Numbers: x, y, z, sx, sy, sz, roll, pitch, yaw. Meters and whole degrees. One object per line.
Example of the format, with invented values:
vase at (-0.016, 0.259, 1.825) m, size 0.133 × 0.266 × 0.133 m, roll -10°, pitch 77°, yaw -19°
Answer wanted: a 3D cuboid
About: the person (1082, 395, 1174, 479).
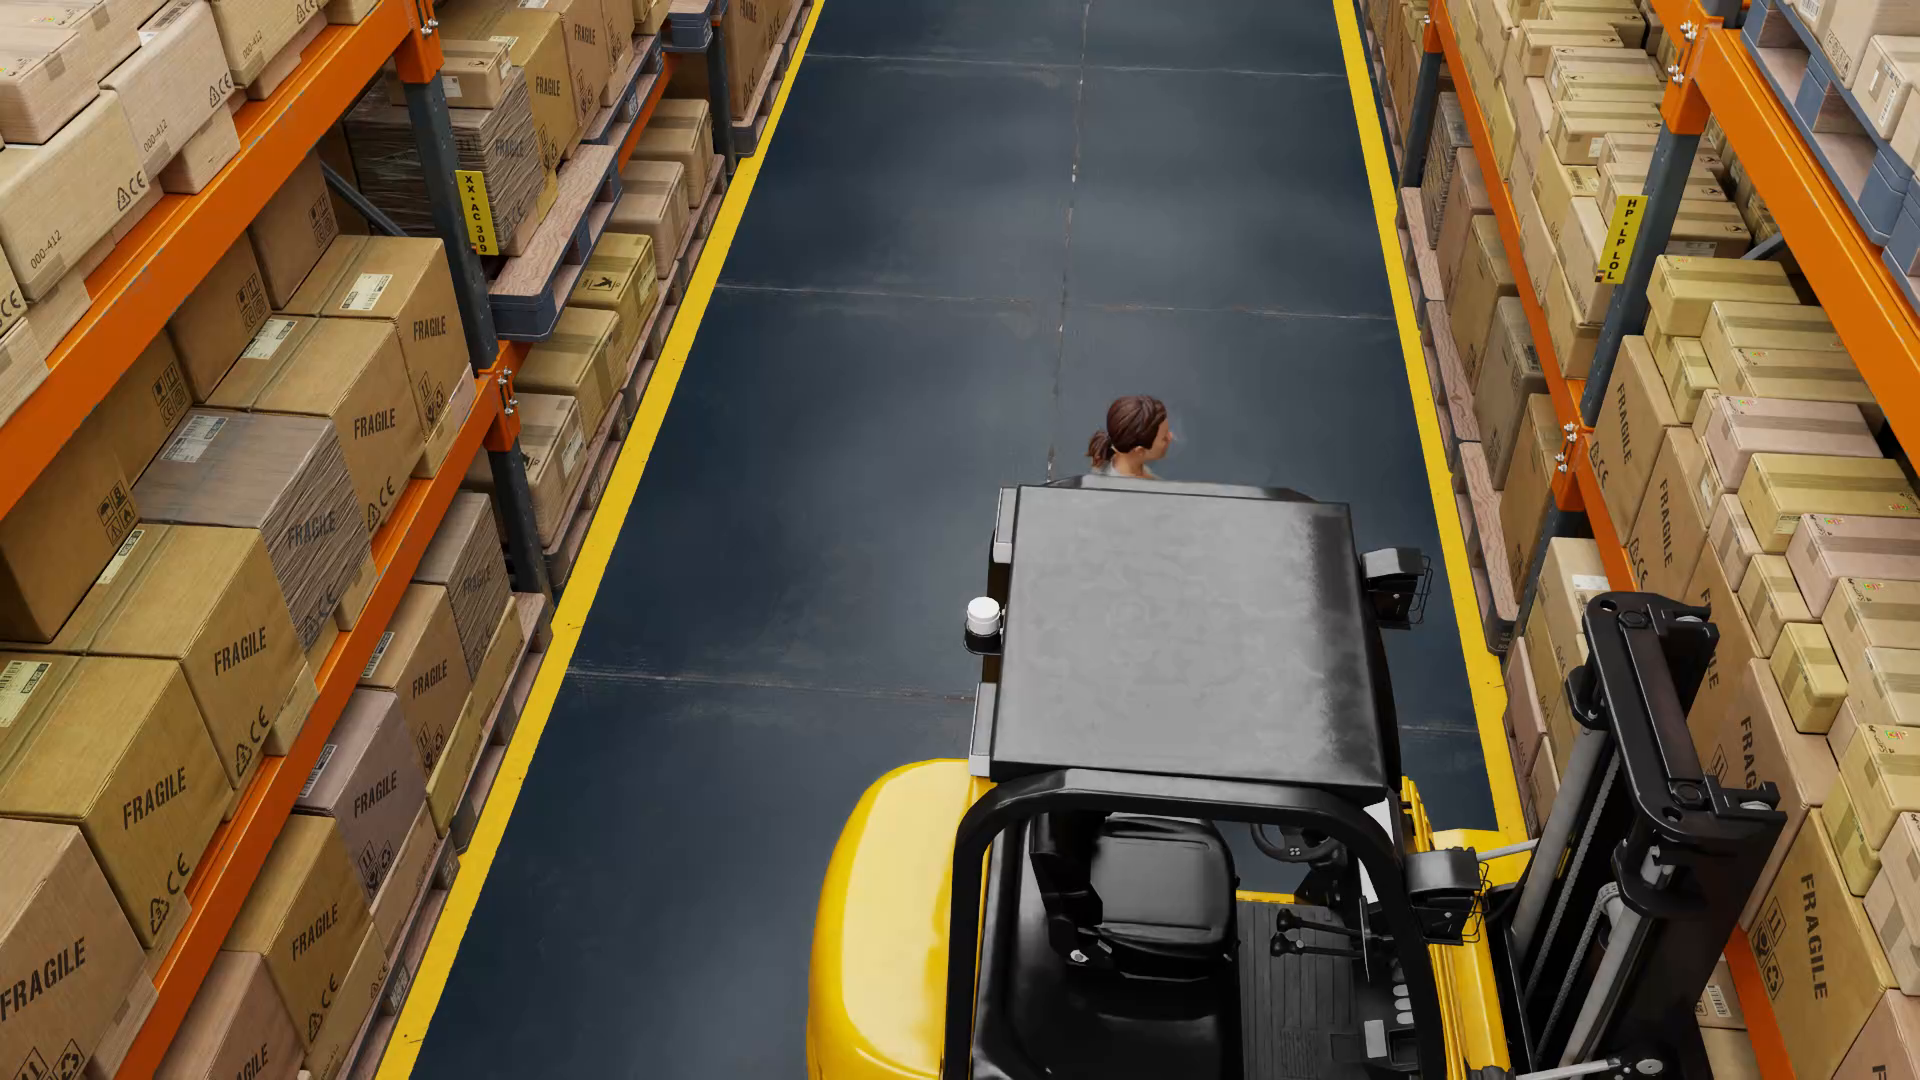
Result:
person at (0.645, 0.182, 5.953) m, size 0.508 × 1.667 × 0.410 m, roll 3°, pitch 40°, yaw 3°
